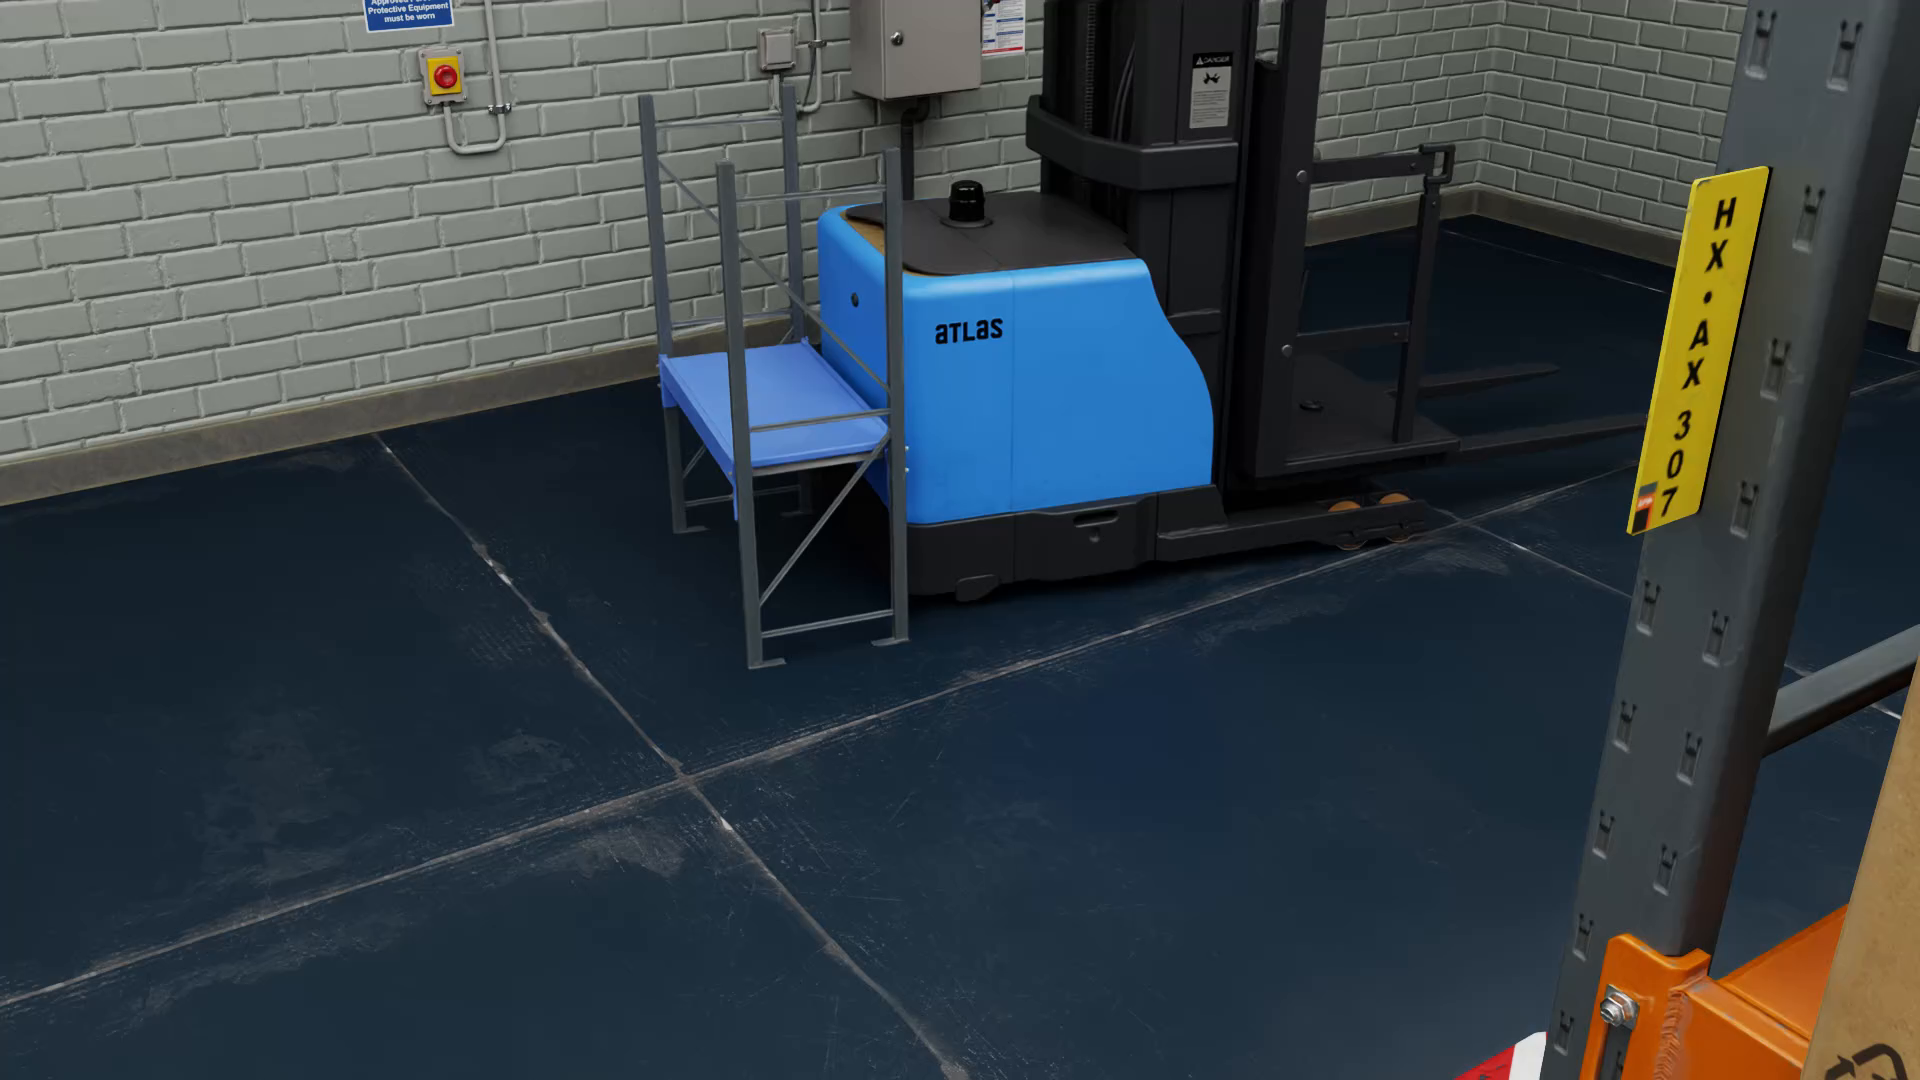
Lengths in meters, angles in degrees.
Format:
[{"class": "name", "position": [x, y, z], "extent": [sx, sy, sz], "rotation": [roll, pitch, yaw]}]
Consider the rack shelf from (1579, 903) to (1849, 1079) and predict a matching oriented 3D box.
[{"class": "rack shelf", "position": [2.212, 1.178, 0.583], "extent": [1.077, 0.370, 4.000], "rotation": [-16, 29, -30]}]

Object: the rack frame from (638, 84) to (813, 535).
[{"class": "rack frame", "position": [-0.764, -0.739, 5.558], "extent": [0.500, 1.500, 0.032], "rotation": [-9, 27, -19]}]

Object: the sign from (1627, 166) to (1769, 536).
[{"class": "sign", "position": [0.652, -0.163, 1.474], "extent": [0.100, 0.325, 0.005], "rotation": [-16, 29, -30]}]

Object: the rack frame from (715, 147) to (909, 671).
[{"class": "rack frame", "position": [-0.396, -0.334, 4.701], "extent": [0.500, 1.500, 0.032], "rotation": [-9, 27, -19]}]

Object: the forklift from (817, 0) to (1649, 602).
[{"class": "forklift", "position": [1.078, -1.493, 5.480], "extent": [3.031, 2.935, 1.130], "rotation": [-8, 27, -17]}]

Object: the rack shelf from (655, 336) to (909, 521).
[{"class": "rack shelf", "position": [-0.580, -0.374, 5.206], "extent": [0.538, 0.185, 1.000], "rotation": [-9, 27, -19]}]

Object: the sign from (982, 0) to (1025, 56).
[{"class": "sign", "position": [0.163, -2.457, 7.553], "extent": [0.329, 0.494, 0.001], "rotation": [-16, 29, -30]}]

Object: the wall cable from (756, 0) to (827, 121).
[{"class": "wall cable", "position": [-0.795, -2.668, 6.698], "extent": [0.588, 1.984, 0.122], "rotation": [-16, 29, -30]}]

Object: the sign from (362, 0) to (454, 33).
[{"class": "sign", "position": [-2.051, -2.007, 6.171], "extent": [0.327, 0.218, 0.001], "rotation": [-16, 29, -30]}]

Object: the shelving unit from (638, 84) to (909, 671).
[{"class": "shelving unit", "position": [-0.580, -0.537, 5.129], "extent": [0.538, 1.500, 1.048], "rotation": [-9, 27, -19]}]

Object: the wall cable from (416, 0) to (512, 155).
[{"class": "wall cable", "position": [-1.977, -2.348, 5.982], "extent": [0.585, 1.953, 0.123], "rotation": [-16, 29, -30]}]

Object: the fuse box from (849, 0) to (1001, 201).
[{"class": "fuse box", "position": [-0.138, -1.729, 7.407], "extent": [0.539, 1.711, 0.414], "rotation": [-16, 29, -30]}]
